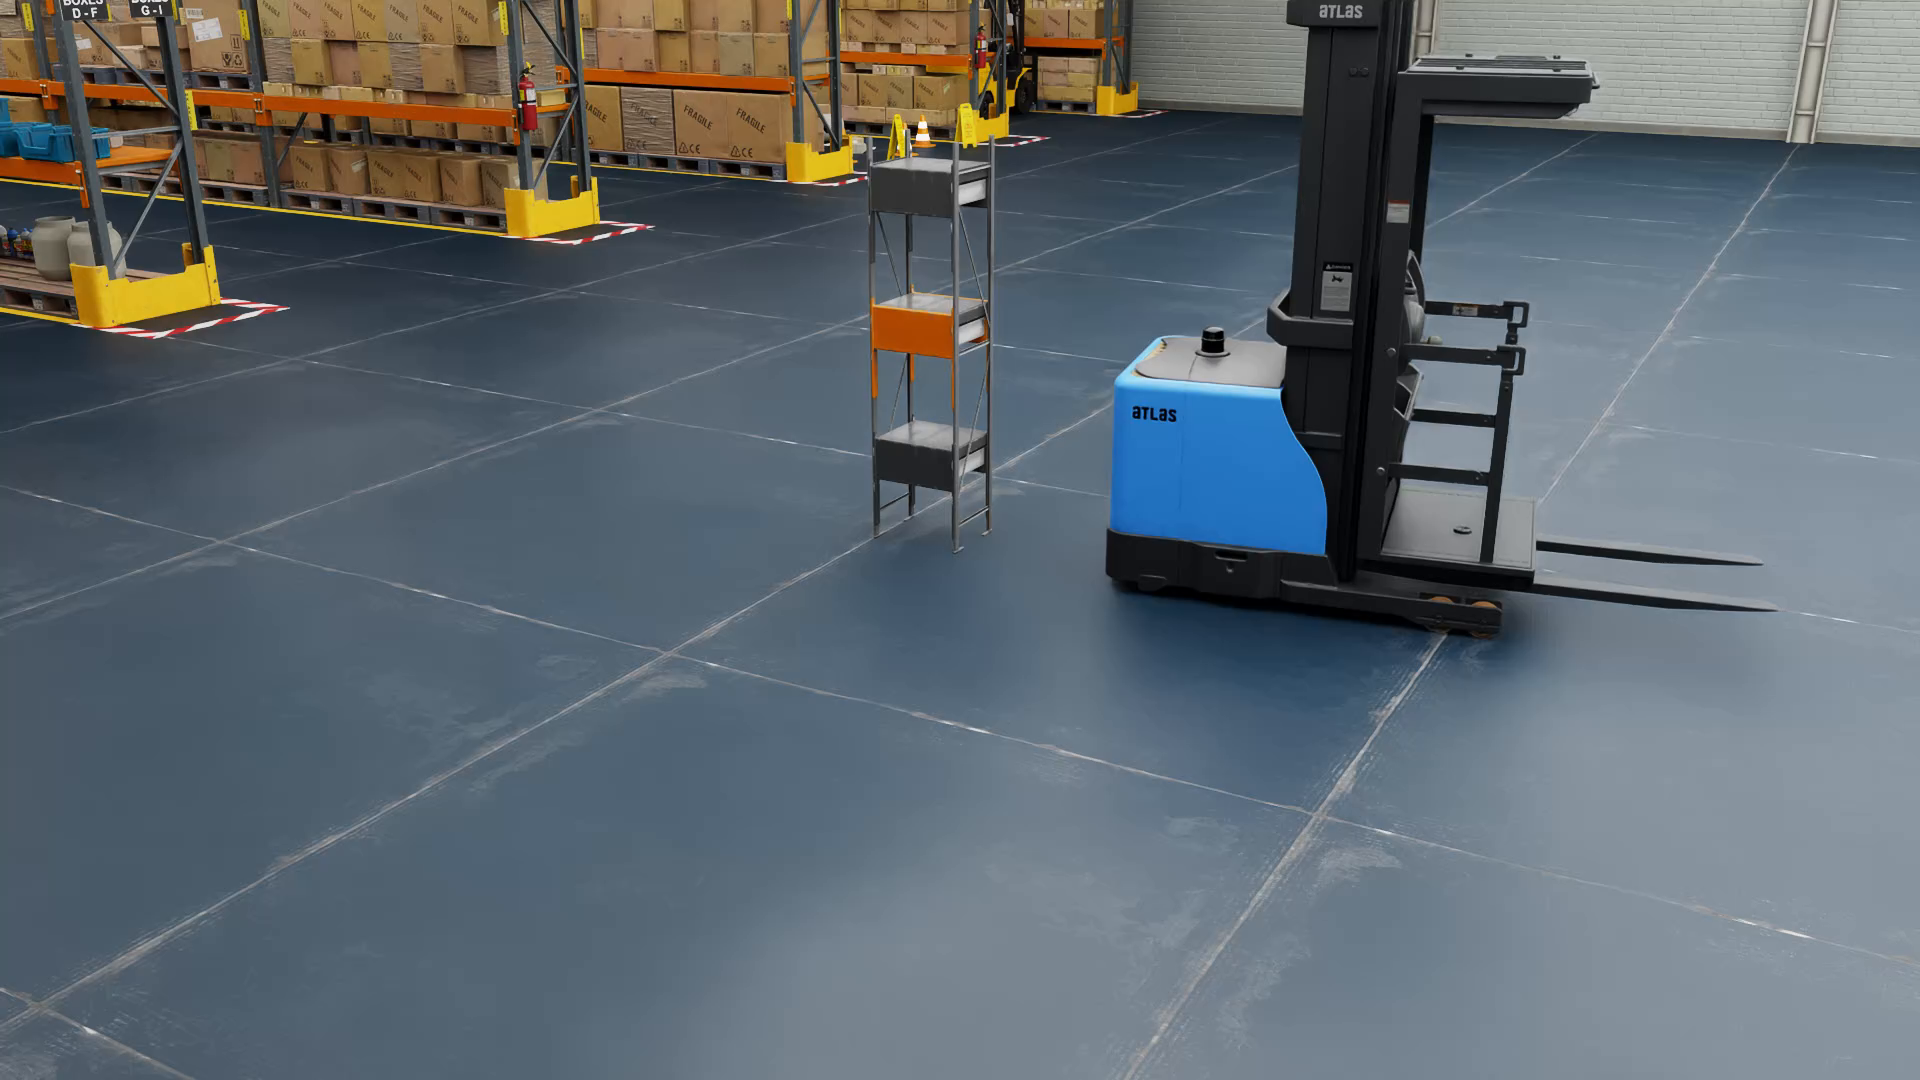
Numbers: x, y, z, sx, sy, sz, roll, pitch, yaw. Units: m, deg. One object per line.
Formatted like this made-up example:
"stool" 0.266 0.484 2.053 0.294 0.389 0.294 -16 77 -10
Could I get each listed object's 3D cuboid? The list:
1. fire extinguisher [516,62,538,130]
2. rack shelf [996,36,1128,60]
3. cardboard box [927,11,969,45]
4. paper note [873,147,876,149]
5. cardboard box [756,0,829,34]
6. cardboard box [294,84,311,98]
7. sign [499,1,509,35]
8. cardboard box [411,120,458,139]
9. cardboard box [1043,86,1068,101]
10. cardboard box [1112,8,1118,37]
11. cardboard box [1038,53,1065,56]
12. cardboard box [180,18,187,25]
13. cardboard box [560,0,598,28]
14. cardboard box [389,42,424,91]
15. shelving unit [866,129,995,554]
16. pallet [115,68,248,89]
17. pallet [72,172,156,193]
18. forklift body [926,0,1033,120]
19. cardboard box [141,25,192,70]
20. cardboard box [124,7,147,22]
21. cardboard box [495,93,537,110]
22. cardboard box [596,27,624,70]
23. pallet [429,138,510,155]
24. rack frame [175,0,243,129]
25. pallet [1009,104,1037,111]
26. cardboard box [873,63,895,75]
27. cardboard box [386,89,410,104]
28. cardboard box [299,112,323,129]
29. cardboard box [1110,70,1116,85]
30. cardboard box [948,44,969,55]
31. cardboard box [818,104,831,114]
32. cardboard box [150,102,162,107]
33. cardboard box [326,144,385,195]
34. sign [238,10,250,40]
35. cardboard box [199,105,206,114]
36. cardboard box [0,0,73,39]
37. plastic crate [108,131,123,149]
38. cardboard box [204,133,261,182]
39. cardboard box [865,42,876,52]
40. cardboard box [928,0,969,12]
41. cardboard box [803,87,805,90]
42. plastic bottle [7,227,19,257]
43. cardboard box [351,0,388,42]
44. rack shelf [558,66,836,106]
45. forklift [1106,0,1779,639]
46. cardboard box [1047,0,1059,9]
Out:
"fire extinguisher" -4.520 -4.632 17.350 0.183 0.674 0.296 11 23 27
"rack shelf" 1.110 -9.248 31.016 4.000 0.370 1.077 11 23 27
"cardboard box" -0.170 -7.970 25.856 0.500 0.500 0.500 10 22 26
"paper note" -1.358 -5.944 25.207 0.142 0.019 0.148 3 20 9
"cardboard box" -2.193 -6.936 21.784 0.550 0.550 0.875 11 23 27
"cardboard box" -7.402 -5.168 19.082 0.250 0.149 0.380 11 23 27
"sign" -4.683 -5.356 17.070 0.005 0.325 0.100 11 23 27
"cardboard box" -7.619 -6.483 25.020 0.750 0.750 1.050 11 23 28
"cardboard box" 1.862 -8.228 30.565 0.500 0.250 0.500 11 23 27
"cardboard box" 2.558 -9.466 30.414 0.500 0.500 0.500 12 23 29
"cardboard box" 1.659 -8.933 31.043 0.500 0.250 0.500 11 22 27
"cardboard box" -12.244 -8.297 26.656 0.250 0.149 0.380 11 23 28
"cardboard box" -5.075 -7.456 23.219 0.550 0.550 0.875 11 23 27
"cardboard box" -5.772 -5.255 18.370 0.500 0.500 0.875 11 23 27
"shelving unit" -0.145 -1.015 8.583 0.503 2.100 0.431 11 23 27
"pallet" -9.631 -5.748 20.594 1.213 0.211 1.003 11 23 27
"pallet" -10.698 -4.714 21.551 1.213 0.211 1.003 11 23 27
"forklift body" 0.310 -8.627 29.493 1.214 2.155 2.313 11 23 27
"cardboard box" -9.445 -5.997 20.231 0.637 0.503 0.797 13 24 33
"cardboard box" -13.377 -8.550 27.454 0.500 0.500 0.500 10 22 26
"cardboard box" -4.744 -4.693 17.772 0.250 0.149 0.380 11 23 27
"cardboard box" -4.561 -6.878 23.207 0.550 0.550 0.875 11 23 27
"pallet" -7.159 -5.947 24.951 1.213 0.211 1.003 11 23 27
"rack frame" -12.364 -8.280 27.293 0.127 3.000 1.000 11 23 27
"pallet" 1.106 -8.261 31.328 1.213 0.211 1.003 11 23 27
"cardboard box" -1.189 -7.521 26.566 0.250 0.149 0.380 12 23 30
"cardboard box" -6.105 -4.911 18.373 0.250 0.149 0.380 11 23 27
"cardboard box" -10.025 -6.757 26.142 0.500 0.500 0.500 12 23 29
"cardboard box" 2.546 -8.533 30.674 0.500 0.250 0.500 11 23 28
"cardboard box" 0.007 -7.656 25.939 0.250 0.149 0.380 12 23 29
"cardboard box" -2.199 -7.081 27.404 0.500 0.250 0.500 12 23 30
"cardboard box" -13.279 -7.316 27.763 0.250 0.149 0.380 10 22 25
"cardboard box" -7.054 -4.341 19.483 0.500 0.500 0.500 -17 26 -39
"sign" -8.155 -5.869 18.947 0.005 0.325 0.100 11 23 27
"cardboard box" -12.757 -7.338 28.260 0.250 0.149 0.380 12 23 29
"cardboard box" -12.009 -6.800 21.596 0.637 0.503 0.797 12 23 29
"plastic crate" -7.435 -3.471 14.422 0.250 0.136 0.298 11 23 27
"cardboard box" -8.820 -4.715 20.486 0.500 0.500 0.700 11 22 27
"cardboard box" -1.318 -7.916 26.656 0.250 0.149 0.380 11 23 27
"cardboard box" -0.114 -8.452 25.717 0.500 0.500 0.700 10 22 26
"cardboard box" -2.671 -7.519 27.512 0.500 0.500 0.500 12 23 30
"plastic bottle" -8.805 -2.776 15.476 0.097 0.271 0.097 0 20 0
"cardboard box" -6.303 -5.751 18.270 0.500 0.500 0.500 11 23 27
"rack shelf" -3.634 -6.279 22.831 4.000 0.370 1.077 11 23 27
"forklift" 2.293 -1.130 7.683 3.031 2.935 1.130 7 21 17
"cardboard box" 1.771 -9.719 30.162 0.250 0.149 0.380 11 22 27
